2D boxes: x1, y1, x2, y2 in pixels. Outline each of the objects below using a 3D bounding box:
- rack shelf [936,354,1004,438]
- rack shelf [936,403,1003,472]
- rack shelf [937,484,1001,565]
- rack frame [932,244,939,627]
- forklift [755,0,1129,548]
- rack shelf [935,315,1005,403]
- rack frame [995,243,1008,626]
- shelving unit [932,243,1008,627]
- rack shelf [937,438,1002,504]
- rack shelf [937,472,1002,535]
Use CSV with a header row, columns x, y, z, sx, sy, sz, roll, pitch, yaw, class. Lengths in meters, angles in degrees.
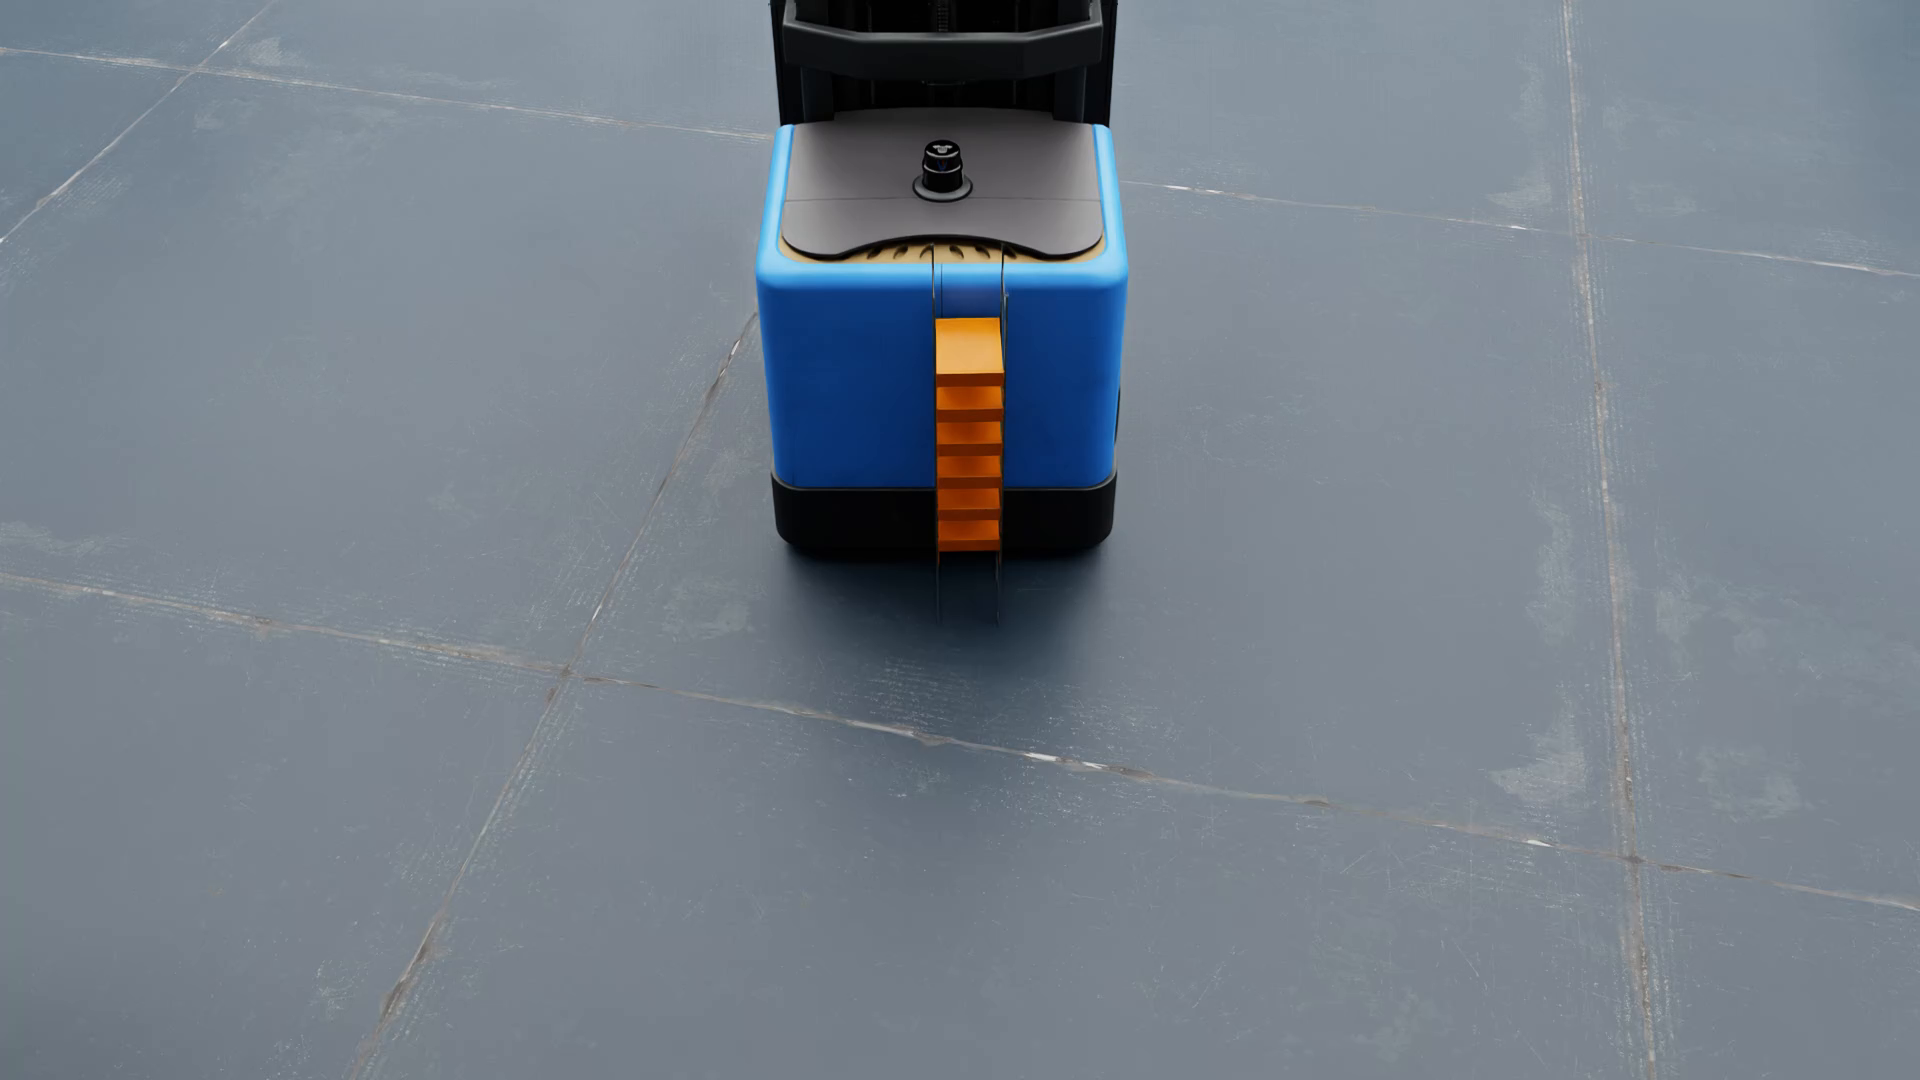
x,y,z,sx,sy,sz,roll,pitch,yaw,class
0.023,-0.397,4.516,0.180,0.103,0.258,-1,44,-1,rack shelf
0.023,-0.311,4.599,0.180,0.103,0.258,-1,44,-1,rack shelf
0.023,-0.051,4.848,0.180,0.103,0.258,-1,44,-1,rack shelf
-0.068,-0.255,4.649,0.006,1.200,0.240,-1,44,-1,rack frame
-0.051,-2.030,5.246,1.130,2.935,3.031,0,44,0,forklift
0.023,-0.484,4.432,0.180,0.103,0.258,-1,44,-1,rack shelf
0.115,-0.258,4.653,0.006,1.200,0.240,-1,44,-1,rack frame
0.023,-0.256,4.651,0.189,1.200,0.258,-1,44,-1,shelving unit
0.023,-0.224,4.682,0.180,0.103,0.258,-1,44,-1,rack shelf
0.023,-0.138,4.765,0.180,0.103,0.258,-1,44,-1,rack shelf
